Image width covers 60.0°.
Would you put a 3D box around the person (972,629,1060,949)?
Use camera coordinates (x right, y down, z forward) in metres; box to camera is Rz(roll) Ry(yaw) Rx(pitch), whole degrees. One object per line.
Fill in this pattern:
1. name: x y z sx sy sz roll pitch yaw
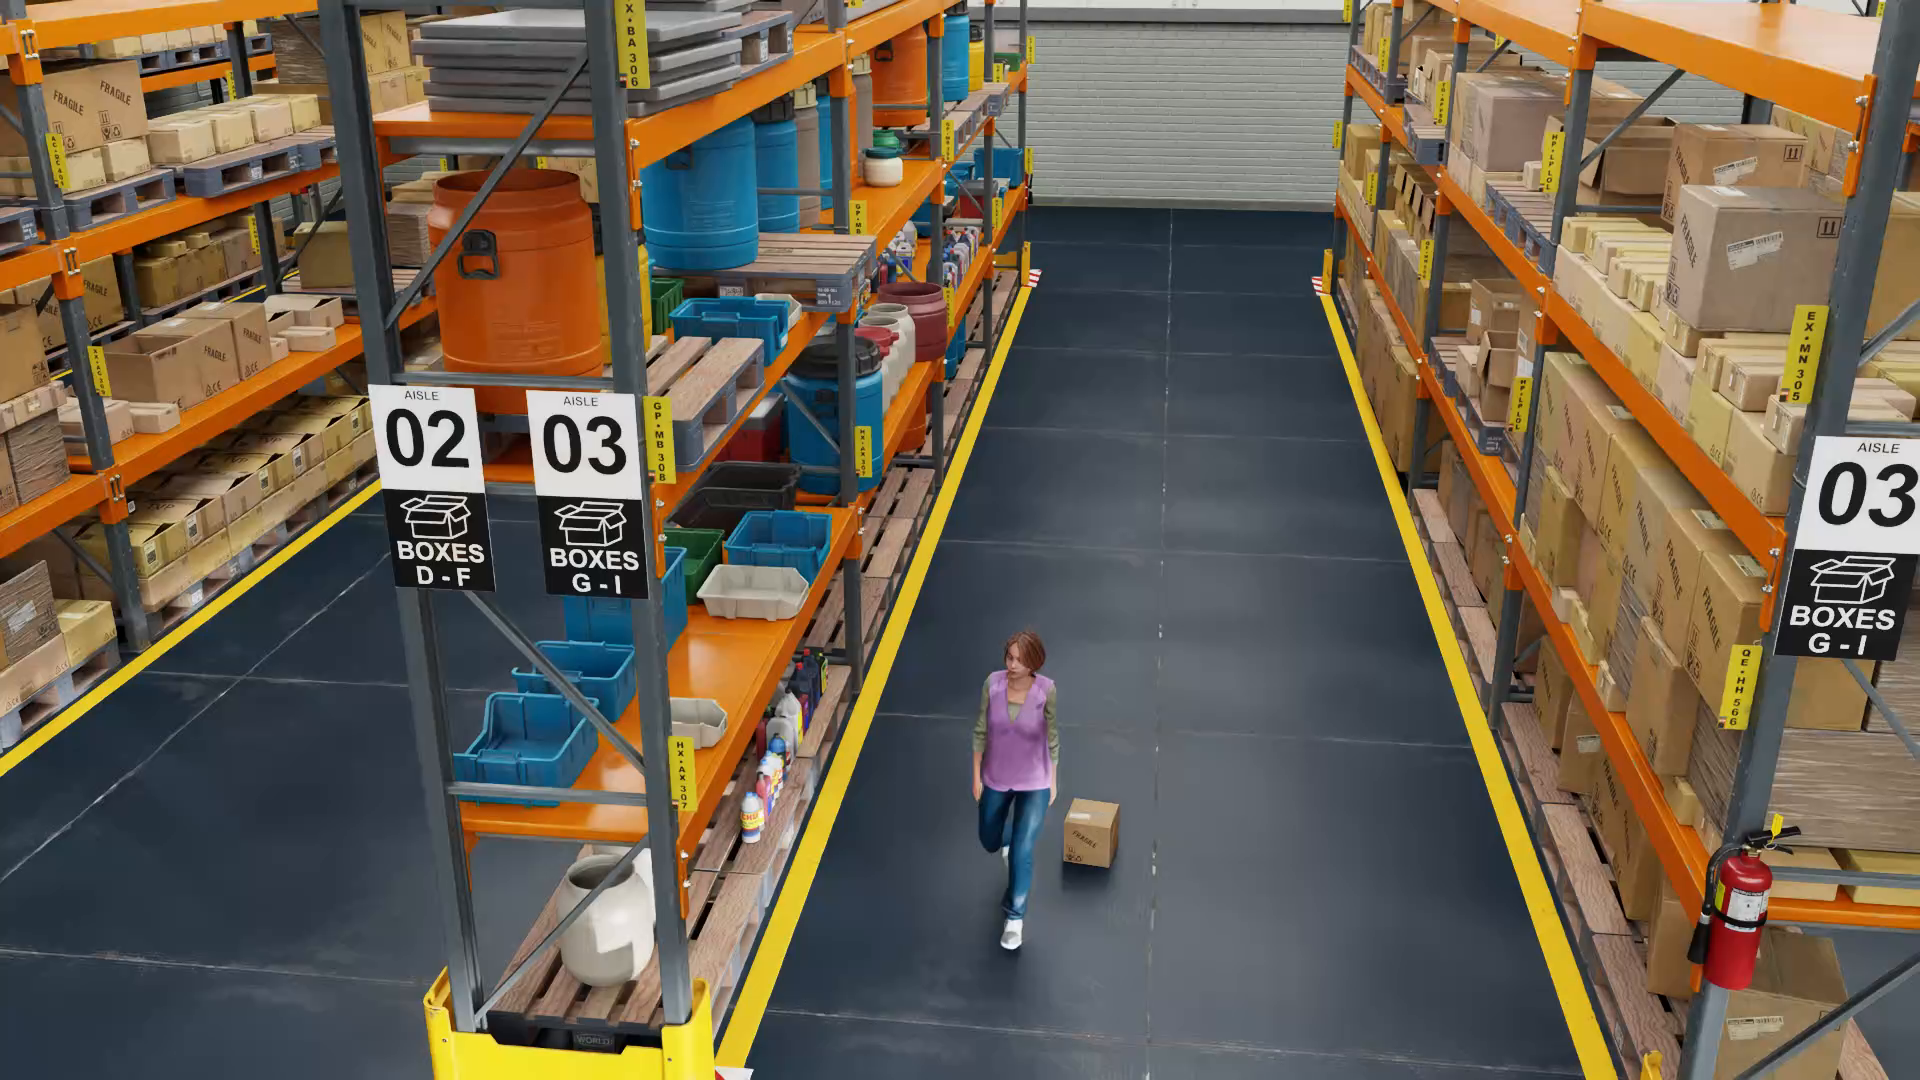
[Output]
1. person: 0.278 1.148 8.148 0.418 1.564 0.738 6 22 16
